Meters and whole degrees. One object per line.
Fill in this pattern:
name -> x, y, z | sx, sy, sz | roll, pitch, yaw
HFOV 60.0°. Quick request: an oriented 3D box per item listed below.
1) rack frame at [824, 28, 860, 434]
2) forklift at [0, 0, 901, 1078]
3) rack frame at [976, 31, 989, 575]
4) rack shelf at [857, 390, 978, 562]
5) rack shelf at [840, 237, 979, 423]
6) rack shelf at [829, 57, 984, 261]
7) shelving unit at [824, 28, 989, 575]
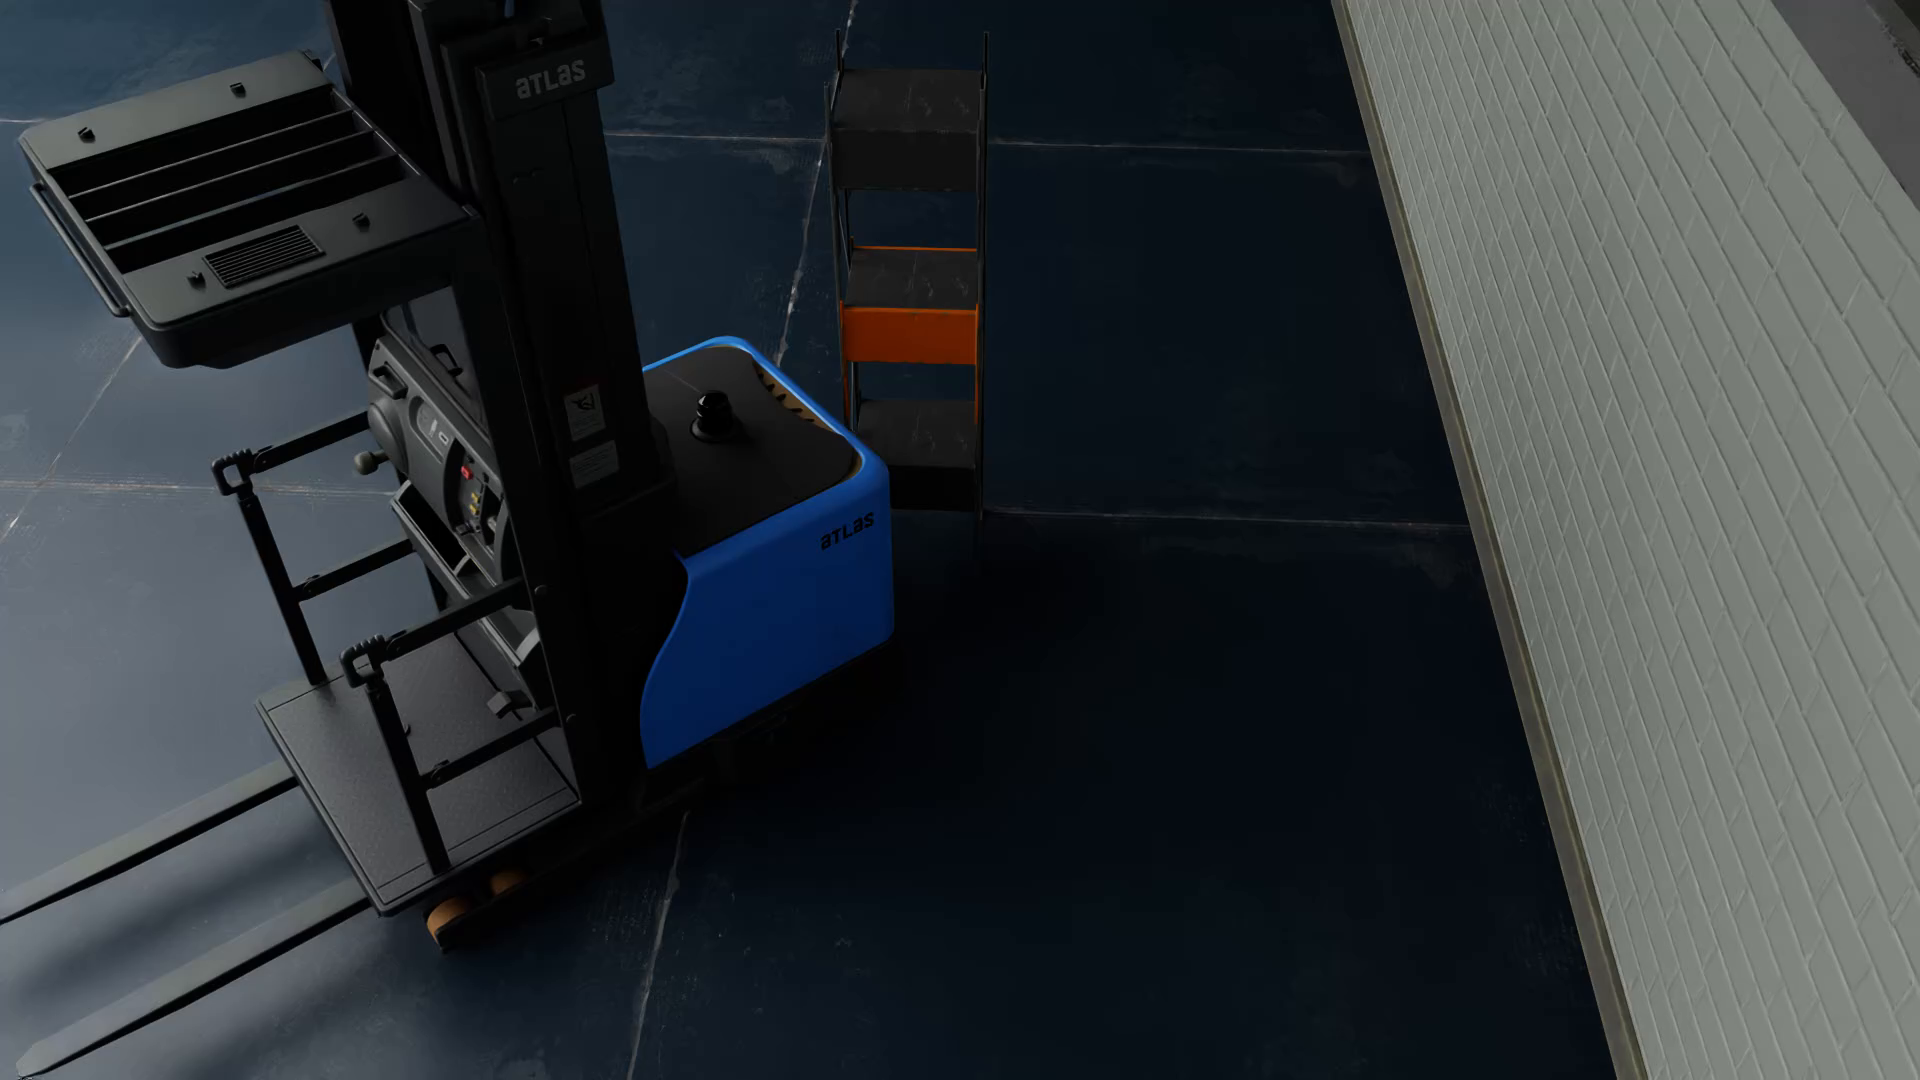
rack frame -> -0.409, -0.781, 6.048 | 0.015, 2.100, 0.400 | 2, 43, 2
forklift -> -1.696, -0.175, 4.787 | 3.031, 2.935, 1.130 | -28, 50, -26
rack frame -> 0.078, -0.766, 6.032 | 0.015, 2.100, 0.400 | 2, 43, 2
rack shelf -> -0.165, -0.251, 6.526 | 0.480, 0.518, 0.431 | 2, 43, 2
rack shelf -> -0.165, -0.763, 6.049 | 0.480, 0.518, 0.431 | 2, 43, 2
rack shelf -> -0.165, -1.276, 5.572 | 0.480, 0.518, 0.431 | 2, 43, 2
shelving unit -> -0.165, -0.773, 6.040 | 0.503, 2.100, 0.431 | 2, 43, 2
